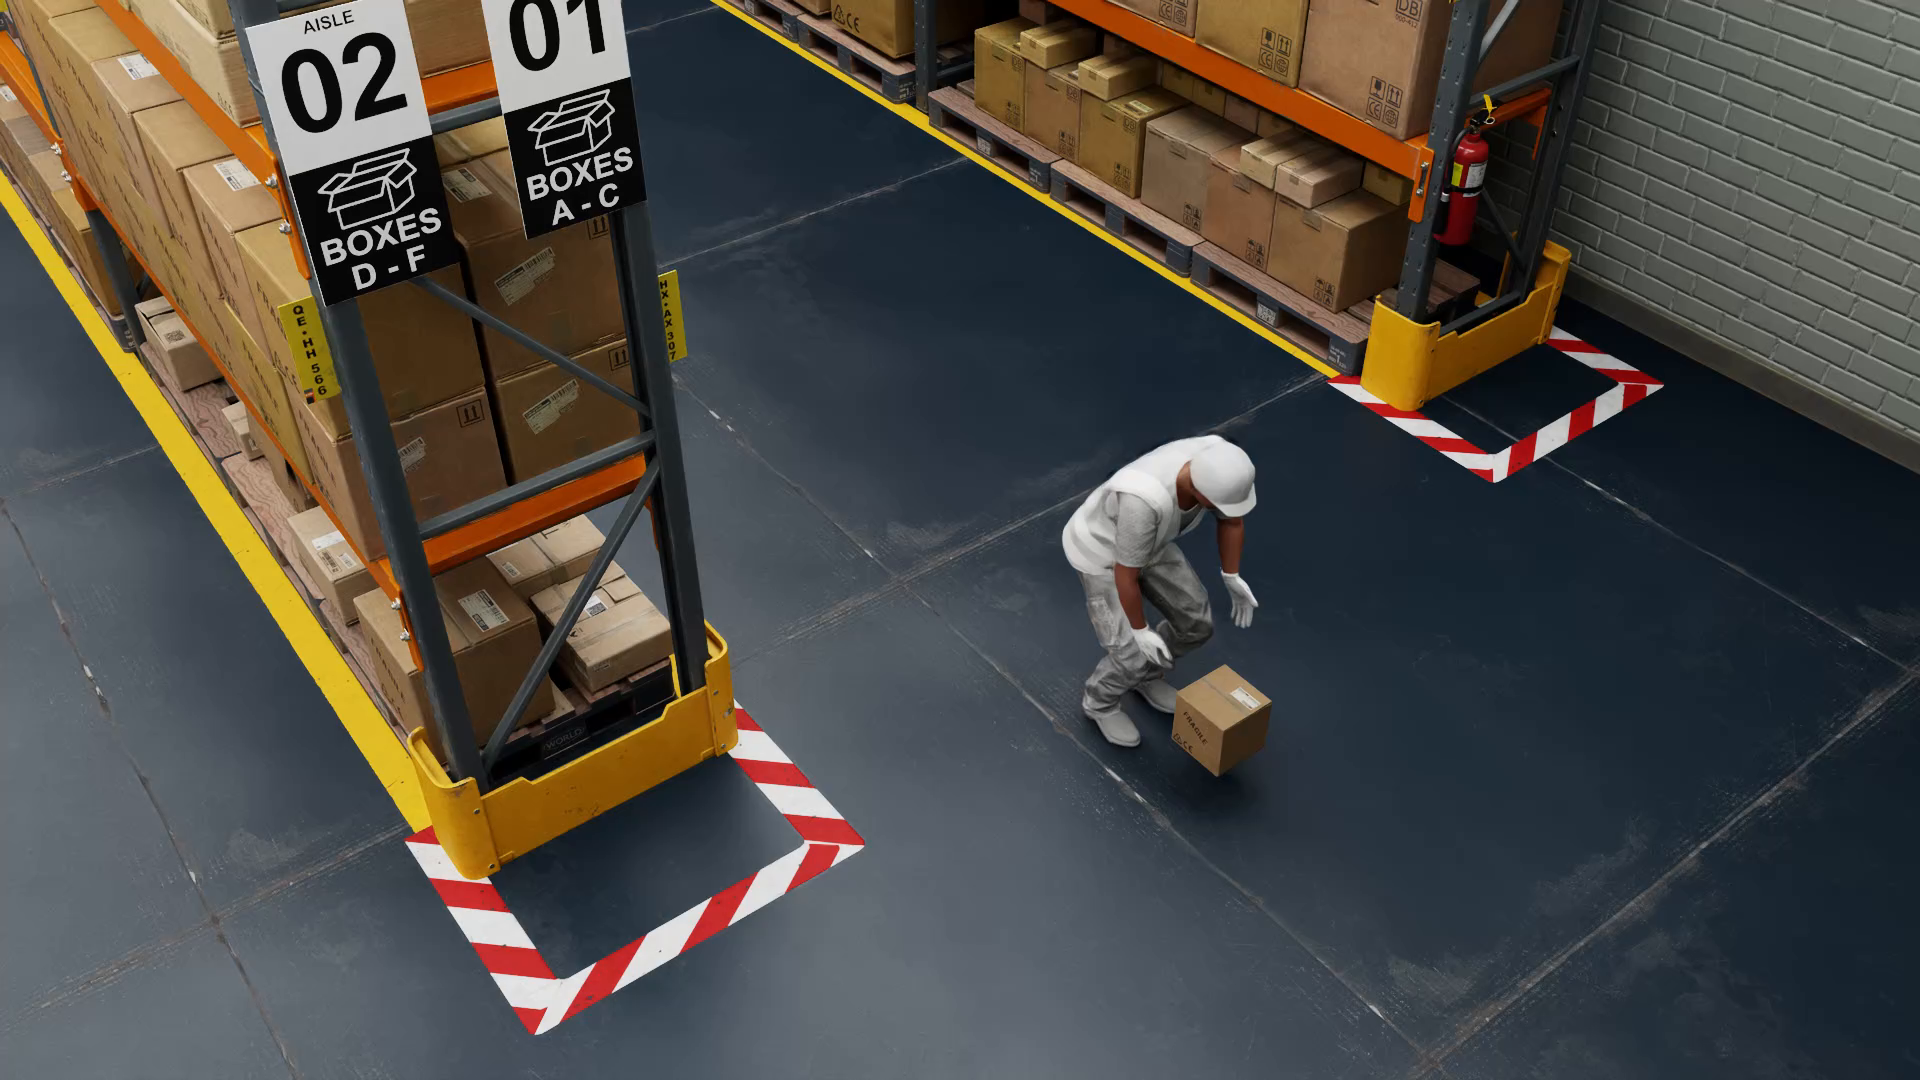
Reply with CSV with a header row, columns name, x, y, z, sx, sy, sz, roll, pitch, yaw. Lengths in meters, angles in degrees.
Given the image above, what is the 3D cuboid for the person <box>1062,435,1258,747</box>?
name,x,y,z,sx,sy,sz,roll,pitch,yaw
person,0.750,0.122,6.239,0.611,1.470,0.737,-26,46,-28
